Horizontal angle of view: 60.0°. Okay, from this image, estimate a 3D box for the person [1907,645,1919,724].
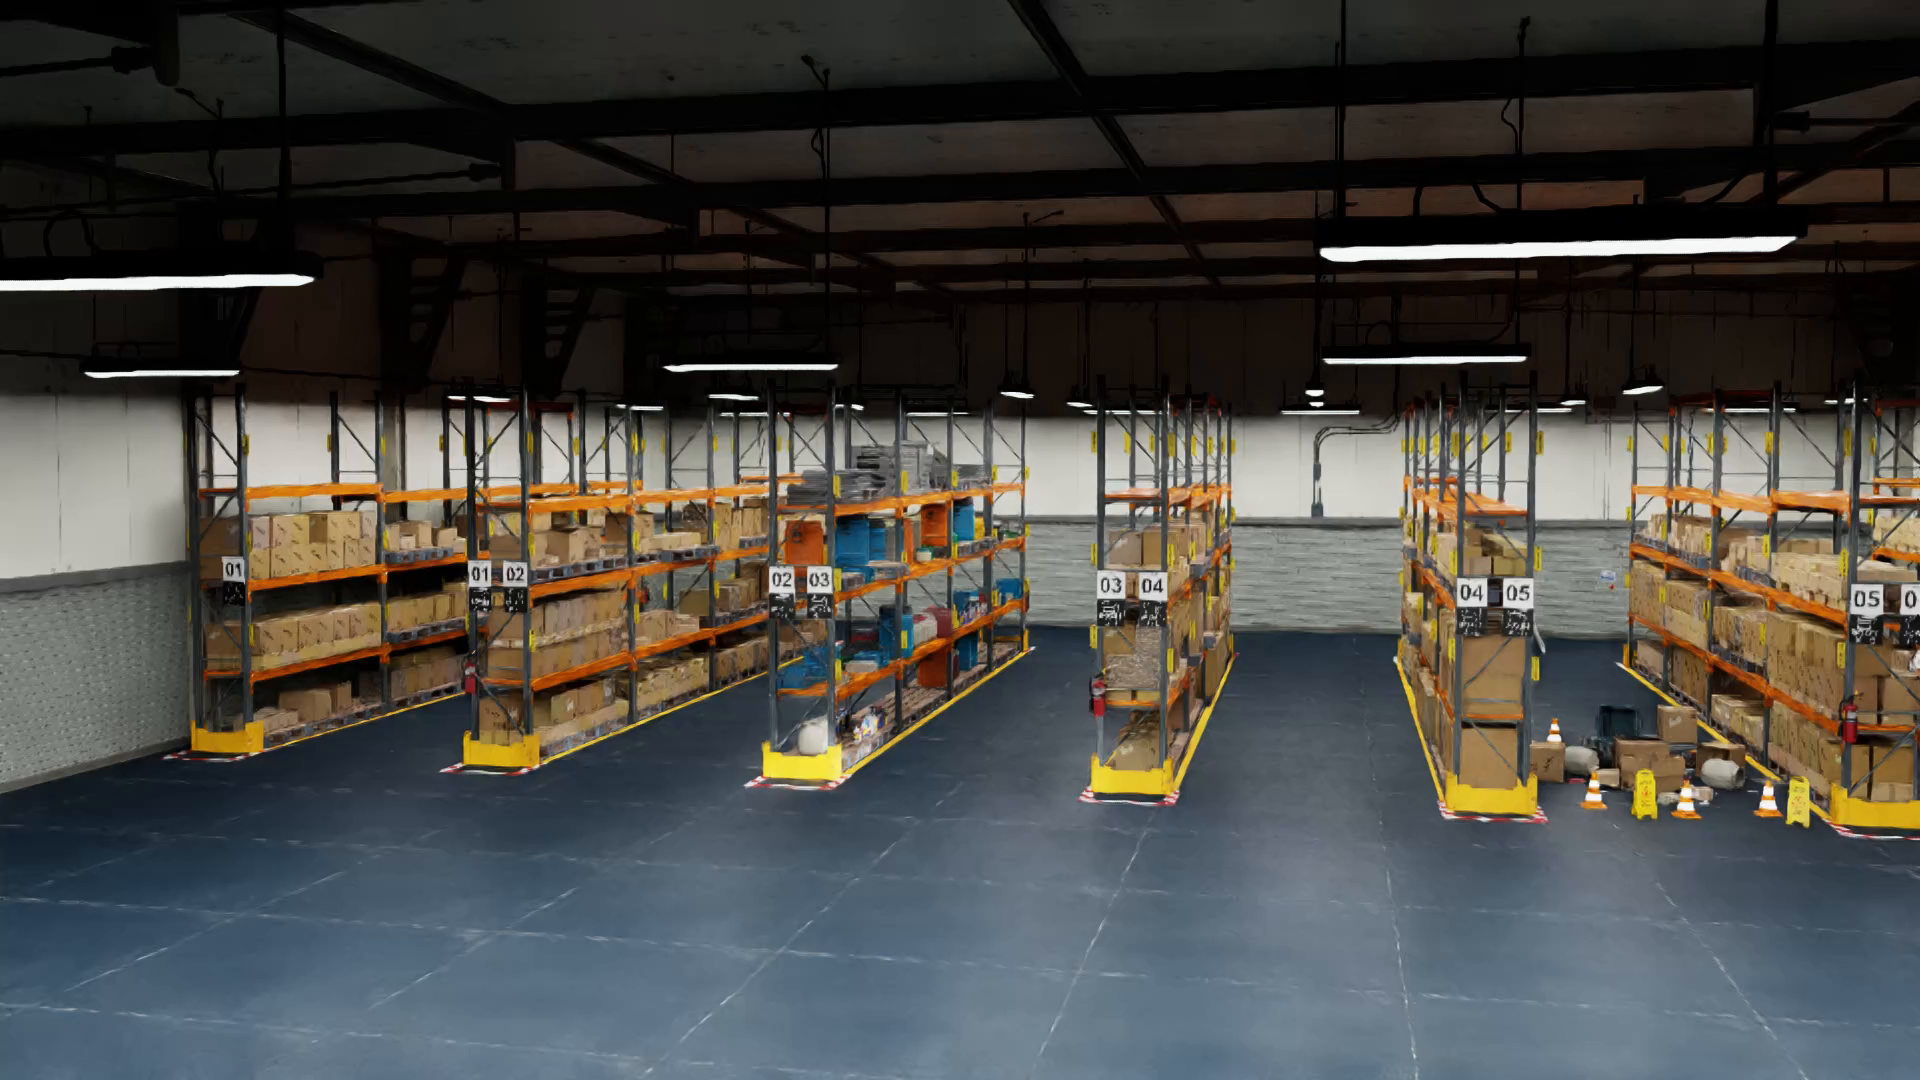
[{"bbox_3d":[16.741,2.504,28.996,0.560,1.655,0.612,3,4,38],"label":"person"}]

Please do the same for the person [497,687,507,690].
[{"bbox_3d":[-9.121,2.225,33.718,0.682,1.711,0.542,1,3,10],"label":"person"}]

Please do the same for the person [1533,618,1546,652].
[{"bbox_3d":[13.709,1.901,39.933,0.695,1.641,0.642,-2,4,-28],"label":"person"}]
